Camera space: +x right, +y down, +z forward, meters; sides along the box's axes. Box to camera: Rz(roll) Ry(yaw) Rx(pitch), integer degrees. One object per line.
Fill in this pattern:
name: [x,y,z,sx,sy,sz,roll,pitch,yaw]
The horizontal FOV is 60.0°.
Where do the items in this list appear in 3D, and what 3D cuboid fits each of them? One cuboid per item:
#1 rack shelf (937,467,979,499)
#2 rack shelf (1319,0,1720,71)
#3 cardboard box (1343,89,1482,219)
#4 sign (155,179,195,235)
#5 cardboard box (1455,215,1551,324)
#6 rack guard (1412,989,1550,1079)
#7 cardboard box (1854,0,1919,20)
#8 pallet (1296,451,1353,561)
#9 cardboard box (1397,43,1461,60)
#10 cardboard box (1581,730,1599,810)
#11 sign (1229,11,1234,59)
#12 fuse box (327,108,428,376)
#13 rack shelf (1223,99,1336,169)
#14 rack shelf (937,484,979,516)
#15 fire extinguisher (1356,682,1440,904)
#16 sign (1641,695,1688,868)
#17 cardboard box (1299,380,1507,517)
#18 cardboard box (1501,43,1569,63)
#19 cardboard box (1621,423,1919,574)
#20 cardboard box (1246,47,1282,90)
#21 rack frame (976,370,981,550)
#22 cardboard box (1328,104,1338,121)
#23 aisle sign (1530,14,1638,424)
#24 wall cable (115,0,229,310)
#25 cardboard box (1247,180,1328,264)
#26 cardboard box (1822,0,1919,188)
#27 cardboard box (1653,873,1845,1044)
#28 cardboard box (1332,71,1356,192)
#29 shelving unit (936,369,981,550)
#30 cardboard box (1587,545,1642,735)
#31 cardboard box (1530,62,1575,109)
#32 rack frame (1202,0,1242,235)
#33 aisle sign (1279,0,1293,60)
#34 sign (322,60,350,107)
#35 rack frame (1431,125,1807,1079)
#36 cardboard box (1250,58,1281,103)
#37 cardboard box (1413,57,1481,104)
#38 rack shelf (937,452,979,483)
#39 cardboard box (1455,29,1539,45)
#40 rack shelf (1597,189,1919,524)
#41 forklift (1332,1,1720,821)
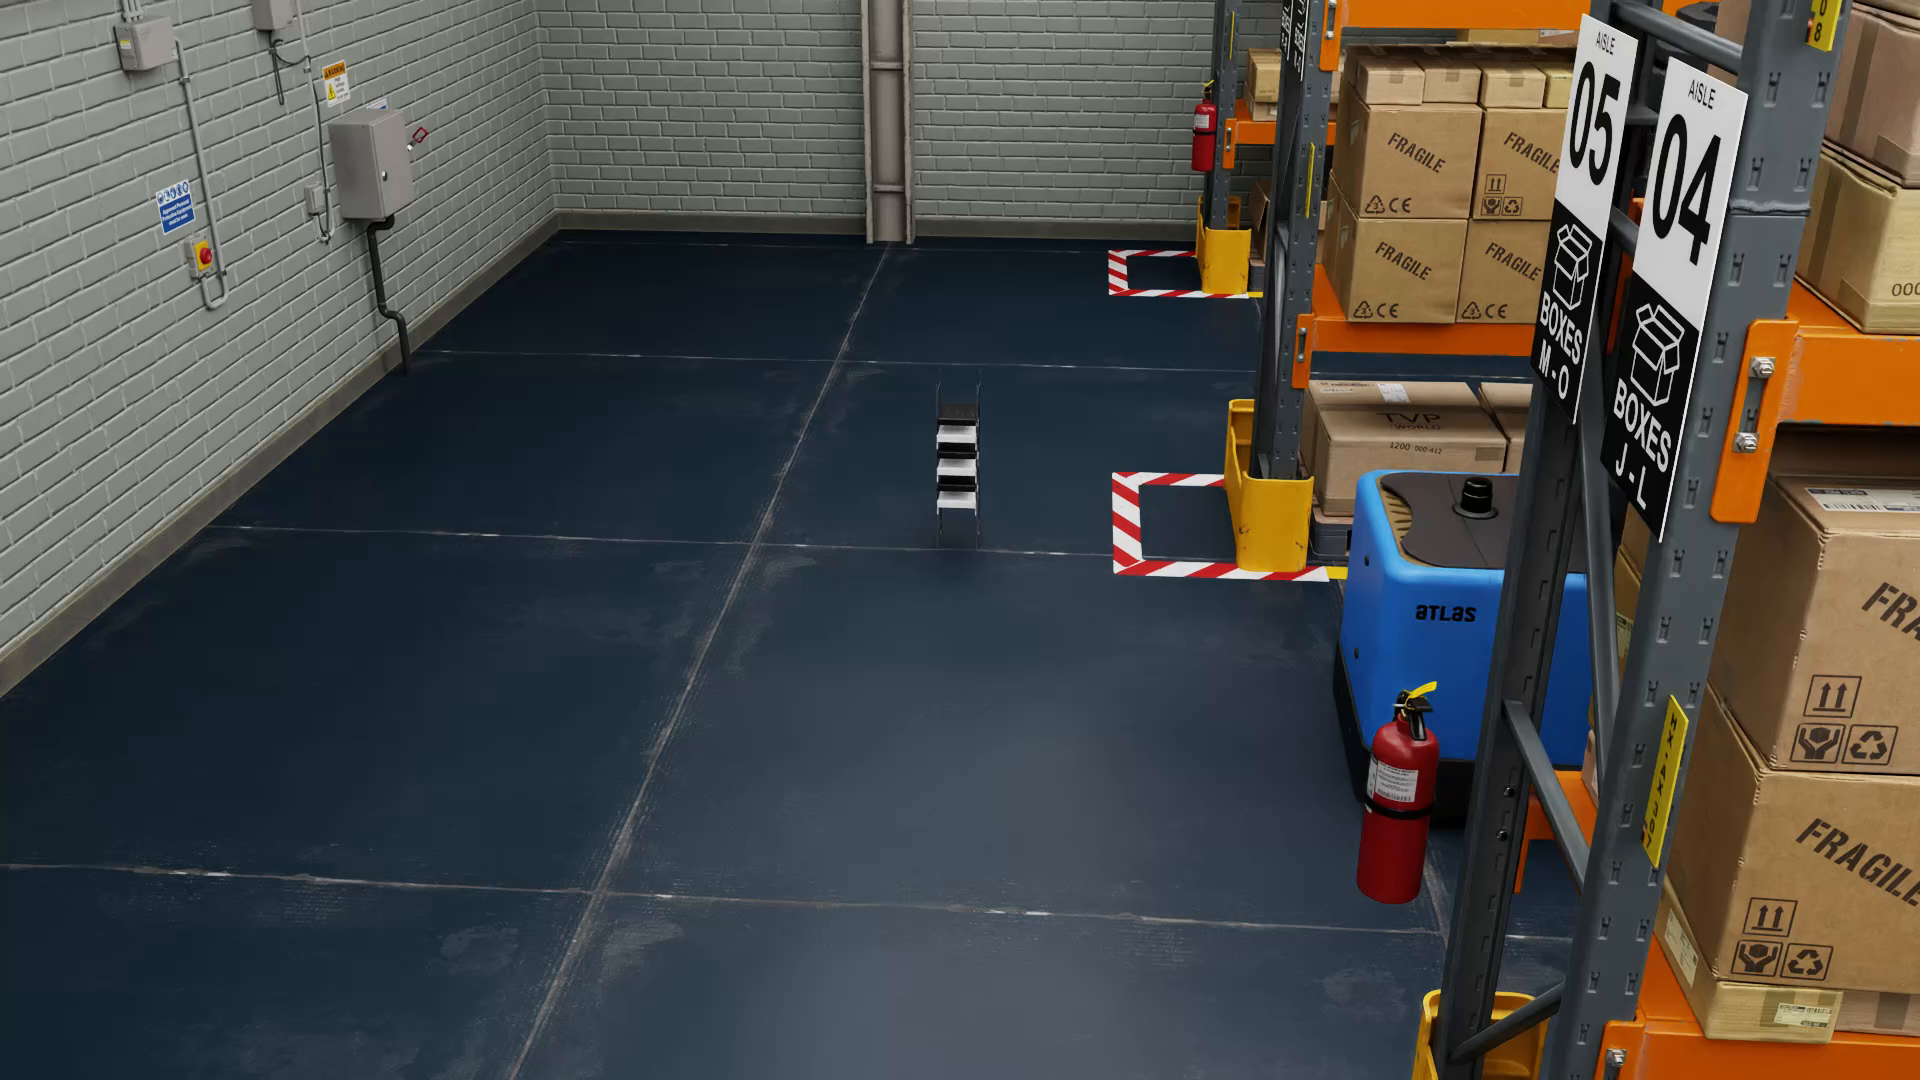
rack shelf: [-0.008,-0.297,8.614,0.200,0.077,0.258,2,25,4]
rack shelf: [3.640,-2.415,7.683,4.000,0.370,1.077,2,25,4]
cardboard box: [2.102,-1.809,7.777,0.500,0.500,0.500,1,25,3]
sign: [-4.043,-1.719,8.574,0.001,0.218,0.327,2,25,4]
cardboard box: [2.609,-1.349,7.974,0.500,0.500,0.500,1,25,3]
rack guard: [1.443,1.761,4.325,0.348,0.500,1.175,2,25,4]
cardboard box: [1.673,-0.975,2.796,0.250,0.149,0.380,2,25,4]
pallet: [2.449,-0.184,8.897,1.213,0.211,1.003,2,25,4]
cardboard box: [2.274,-2.312,8.094,0.250,0.149,0.380,2,25,5]
cardboard box: [1.714,0.630,4.094,0.250,0.149,0.380,2,25,4]
sign: [1.981,-3.680,12.123,0.005,0.325,0.100,2,25,4]
fuse box: [-3.672,-1.900,10.832,0.414,1.711,0.539,2,25,4]
rack shelf: [4.016,-3.122,12.806,4.000,0.370,1.077,2,25,4]
rack shelf: [-0.008,-0.215,8.652,0.200,0.077,0.258,2,25,4]
fire extinguisher: [1.152,0.627,4.338,0.183,0.674,0.296,2,25,4]
sign: [1.326,0.456,3.136,0.005,0.325,0.100,2,25,4]
cardboard box: [2.311,-0.491,8.791,0.875,0.438,0.875,1,25,2]
cardboard box: [2.786,-2.313,8.097,0.250,0.149,0.380,2,25,5]
cardboard box: [1.843,-0.101,3.710,0.500,0.500,0.500,1,25,3]
cardboard box: [2.501,-3.675,12.973,0.500,0.250,0.500,3,25,6]
rack frame: [0.093,-0.406,8.555,0.006,0.900,0.240,2,25,4]
cardboard box: [2.850,-3.291,12.614,0.250,0.149,0.380,2,25,3]
aisle sign: [1.318,-0.686,3.542,0.004,0.787,0.394,2,25,4]
wall cable: [-3.978,-2.090,8.451,0.123,1.953,0.585,2,25,4]
cardboard box: [2.625,-2.510,13.101,0.637,0.503,0.797,1,25,2]
cardboard box: [1.795,-0.776,2.841,0.500,0.250,0.500,2,25,5]
cardboard box: [1.665,0.884,3.541,0.250,0.149,0.380,2,25,4]
cardboard box: [2.145,-2.027,8.251,0.500,0.500,0.500,3,25,6]
shelving unit: [-0.008,-0.409,8.562,0.210,0.900,0.258,2,25,4]
cardboard box: [1.835,0.349,3.927,0.500,0.500,0.500,2,25,5]
cardboard box: [2.759,-2.075,7.580,0.250,0.149,0.380,1,25,2]
rack frame: [2.022,-3.512,12.795,0.127,3.000,1.000,2,25,4]
aisle sign: [1.598,-2.756,8.041,0.004,0.787,0.394,2,25,4]
sign: [-3.883,-2.844,10.354,0.001,0.242,0.339,2,25,4]
rack frame: [1.367,0.623,3.808,0.127,3.000,1.000,2,25,4]
cardboard box: [2.454,-3.453,12.489,0.500,0.250,0.500,2,25,4]
cardboard box: [2.245,-2.132,7.704,0.250,0.149,0.380,2,25,5]
rack shelf: [-0.008,-0.379,8.576,0.200,0.077,0.258,2,25,4]
cardboard box: [3.949,-3.745,12.228,0.500,0.500,0.500,2,25,5]
rack shelf: [3.362,-0.349,3.192,4.000,0.370,1.077,2,25,4]
forklift: [3.076,-0.392,6.096,3.031,2.935,1.130,2,25,5]
